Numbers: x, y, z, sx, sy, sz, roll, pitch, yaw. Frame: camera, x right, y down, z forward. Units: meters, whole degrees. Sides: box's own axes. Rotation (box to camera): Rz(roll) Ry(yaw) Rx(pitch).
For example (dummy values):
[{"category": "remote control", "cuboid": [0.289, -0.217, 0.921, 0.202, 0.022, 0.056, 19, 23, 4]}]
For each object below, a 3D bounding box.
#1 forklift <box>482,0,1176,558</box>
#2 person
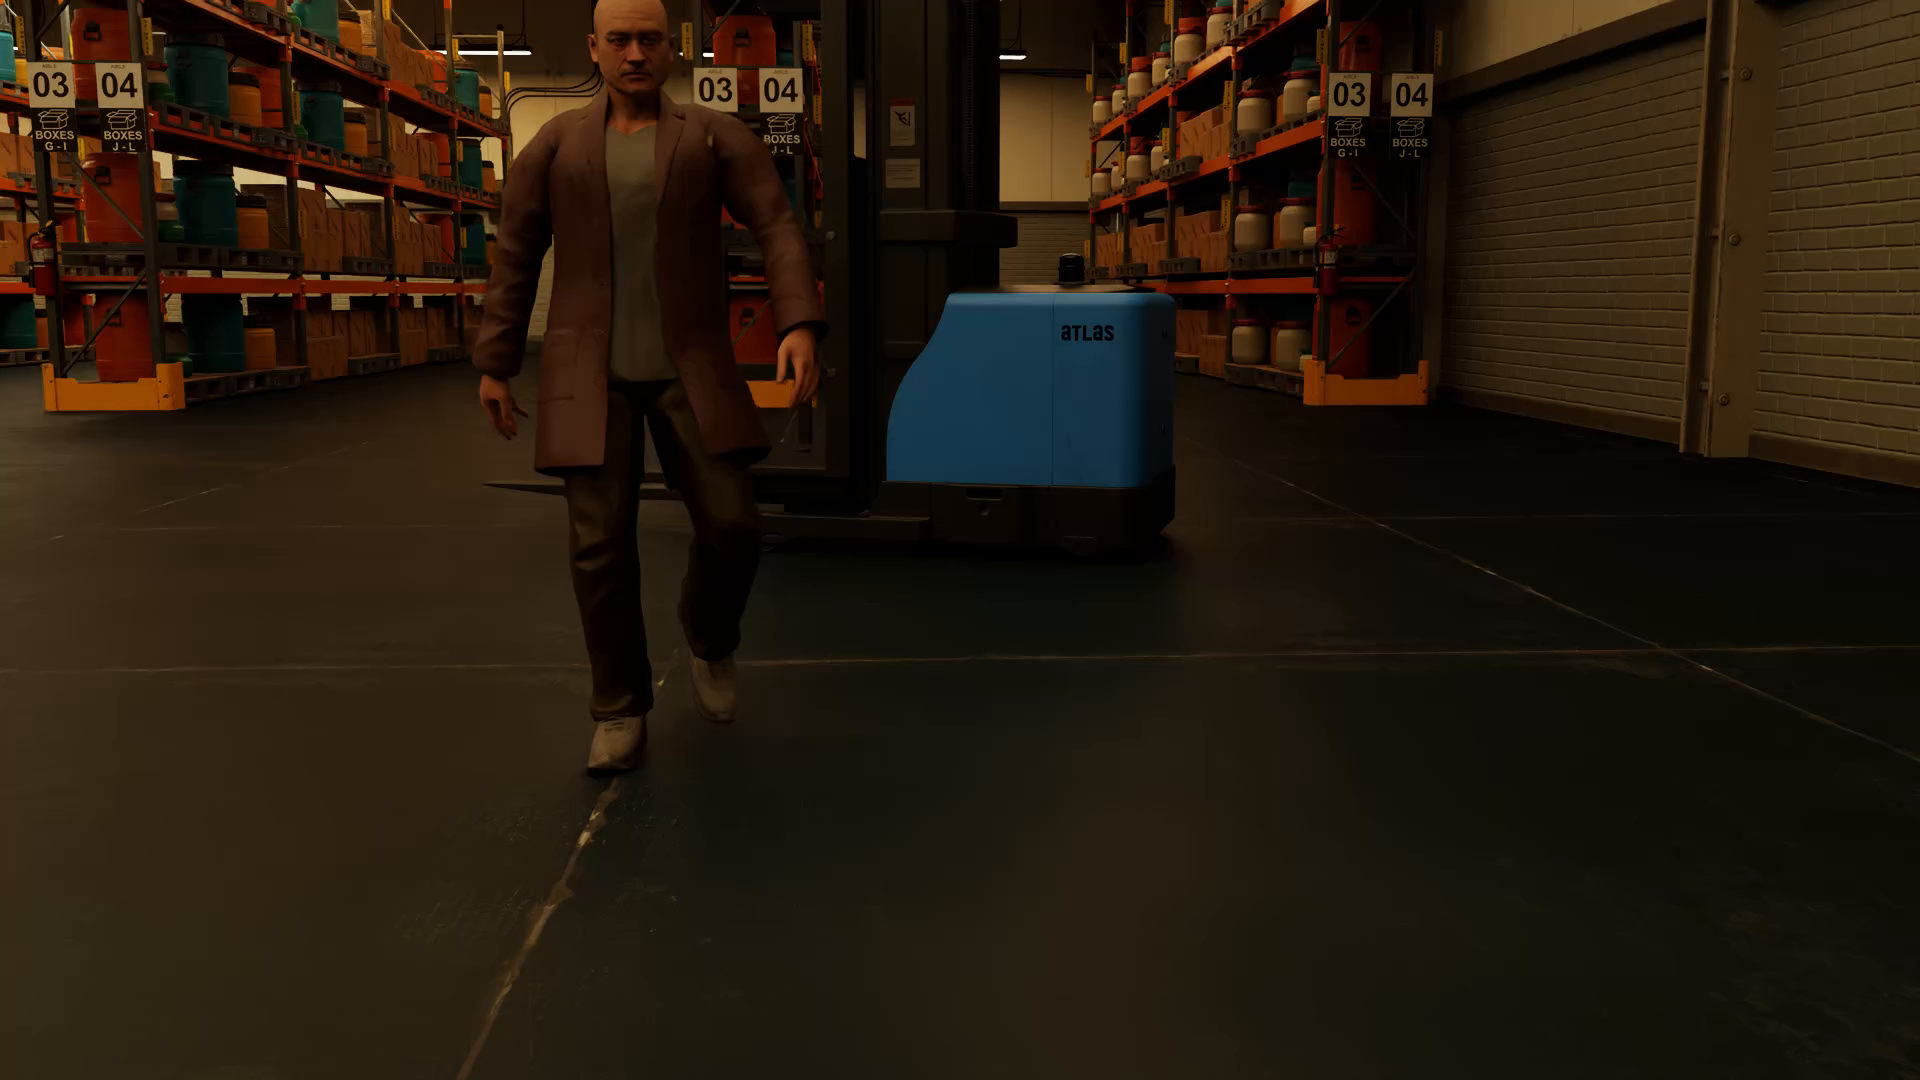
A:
[{"category": "forklift", "cuboid": [-0.609, -1.473, 7.254, 3.031, 2.935, 1.130, 2, 9, 15]}, {"category": "person", "cuboid": [-0.732, -0.380, 3.889, 0.826, 1.760, 0.598, -1, 9, -9]}]
